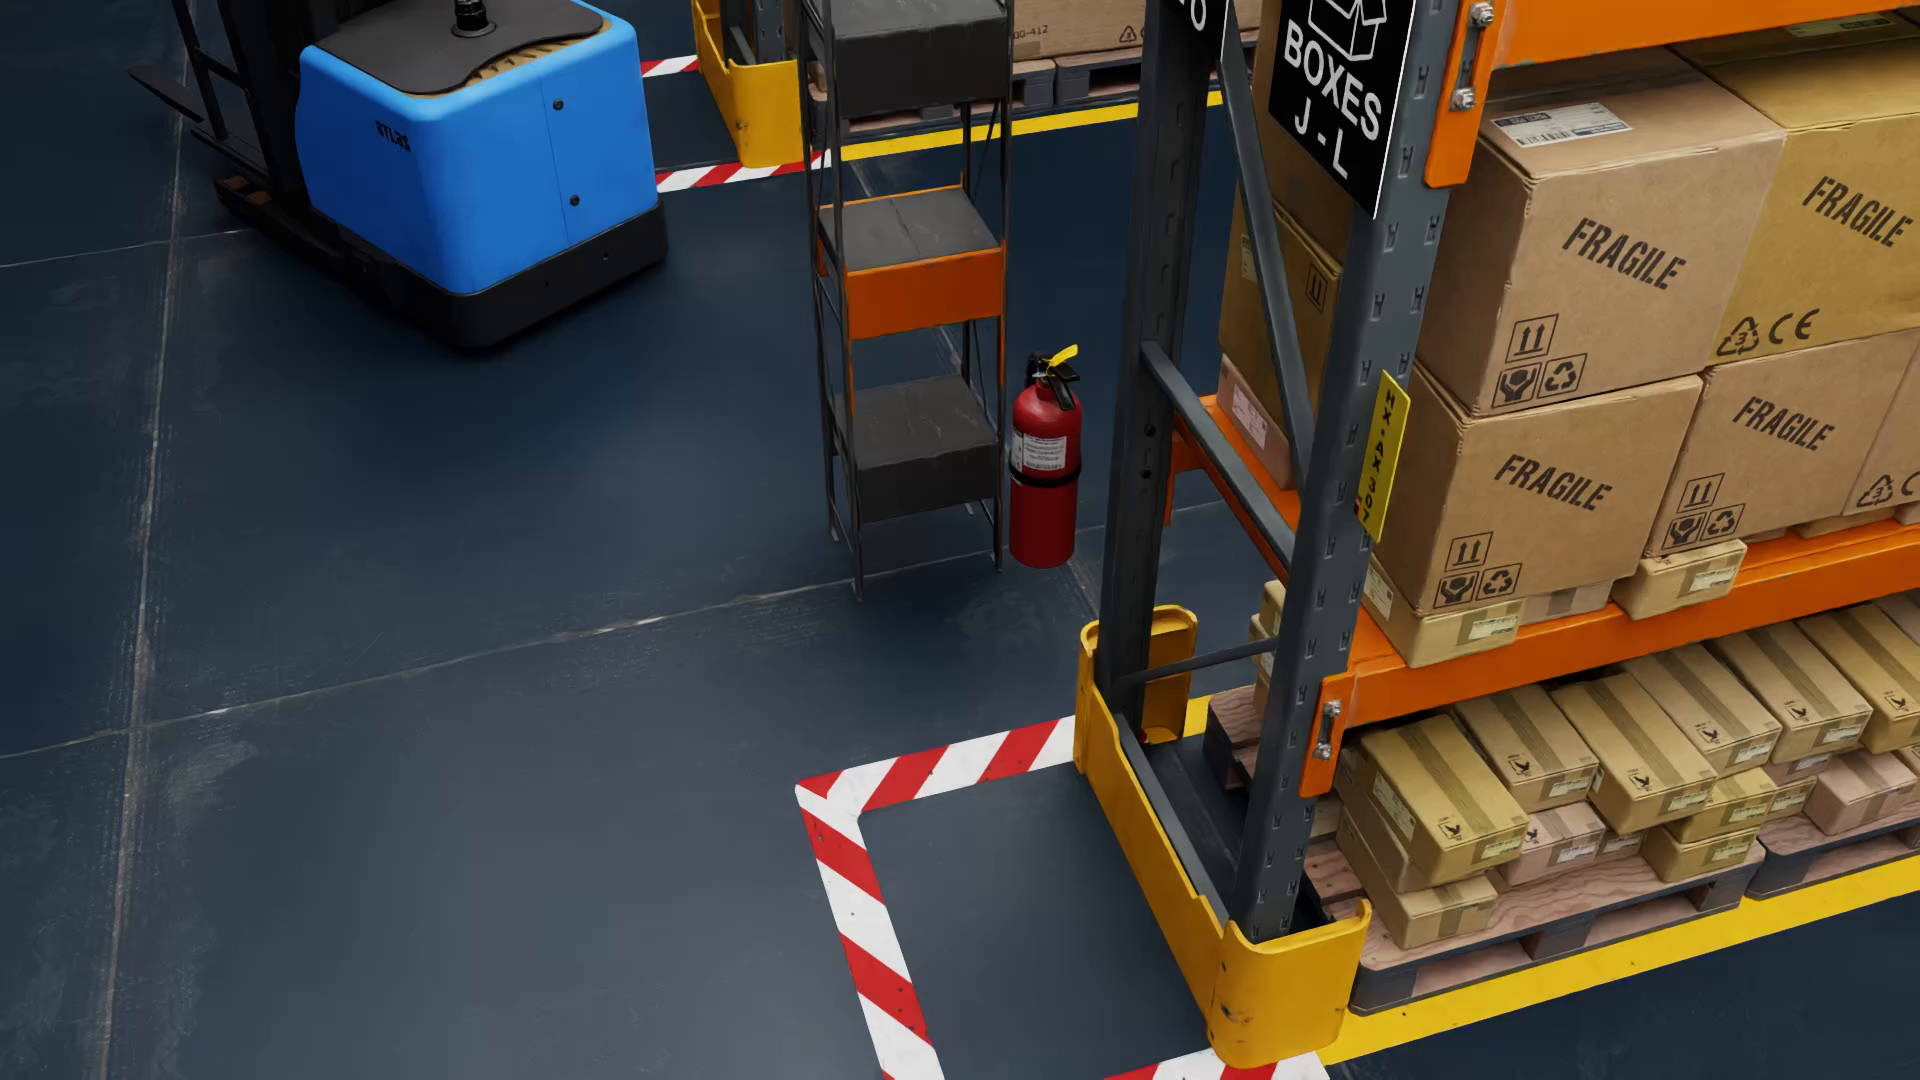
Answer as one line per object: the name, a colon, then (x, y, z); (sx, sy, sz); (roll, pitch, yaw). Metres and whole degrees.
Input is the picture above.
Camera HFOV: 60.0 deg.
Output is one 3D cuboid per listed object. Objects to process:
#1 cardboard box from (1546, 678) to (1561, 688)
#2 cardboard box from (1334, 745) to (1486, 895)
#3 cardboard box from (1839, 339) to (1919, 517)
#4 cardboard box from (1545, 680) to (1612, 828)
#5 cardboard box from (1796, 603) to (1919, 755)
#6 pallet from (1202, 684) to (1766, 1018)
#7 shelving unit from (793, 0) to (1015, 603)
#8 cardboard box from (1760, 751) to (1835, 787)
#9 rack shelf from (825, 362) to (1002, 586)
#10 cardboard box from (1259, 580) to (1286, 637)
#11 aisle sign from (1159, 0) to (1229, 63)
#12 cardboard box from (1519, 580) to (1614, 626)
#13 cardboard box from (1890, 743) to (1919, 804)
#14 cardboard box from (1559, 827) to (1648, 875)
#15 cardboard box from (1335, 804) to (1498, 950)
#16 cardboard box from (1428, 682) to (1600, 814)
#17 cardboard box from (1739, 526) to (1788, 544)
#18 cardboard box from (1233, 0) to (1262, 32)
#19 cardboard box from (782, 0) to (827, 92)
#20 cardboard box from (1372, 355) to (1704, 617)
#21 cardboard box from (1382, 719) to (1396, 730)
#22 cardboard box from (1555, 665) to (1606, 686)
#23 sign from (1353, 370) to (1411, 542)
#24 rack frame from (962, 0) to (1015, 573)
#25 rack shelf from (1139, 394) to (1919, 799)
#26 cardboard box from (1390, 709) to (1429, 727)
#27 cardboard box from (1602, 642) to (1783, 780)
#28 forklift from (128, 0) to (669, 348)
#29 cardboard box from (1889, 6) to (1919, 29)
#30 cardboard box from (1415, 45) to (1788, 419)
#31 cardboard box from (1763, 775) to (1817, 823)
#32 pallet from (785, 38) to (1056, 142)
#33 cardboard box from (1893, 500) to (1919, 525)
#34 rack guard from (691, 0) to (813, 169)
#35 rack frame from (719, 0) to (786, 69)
cardboard box: (1.753, 0.349, 4.918); (0.250, 0.149, 0.380); (-11, 42, -13)
cardboard box: (1.167, 0.699, 4.292); (0.250, 0.149, 0.380); (-10, 42, -11)
cardboard box: (2.075, -0.438, 3.669); (0.500, 0.500, 0.500); (-11, 42, -12)
cardboard box: (1.652, 0.576, 4.432); (0.250, 0.149, 0.380); (-11, 42, -13)
cardboard box: (2.441, 0.366, 4.446); (0.250, 0.149, 0.380); (-11, 42, -12)
pallet: (1.448, 0.735, 4.749); (1.213, 0.211, 1.003); (-12, 42, -13)
shelving unit: (-0.158, -0.758, 5.022); (0.503, 2.100, 0.431); (-12, 42, -13)
cardboard box: (2.153, 0.482, 4.540); (0.250, 0.149, 0.380); (-14, 43, -15)
rack shelf: (-0.158, -0.221, 5.491); (0.480, 0.518, 0.431); (-12, 42, -13)
cardboard box: (1.018, 0.266, 4.562); (0.250, 0.149, 0.380); (-11, 42, -13)
aisle sign: (0.430, -1.315, 2.999); (0.004, 0.787, 0.394); (-12, 42, -13)
cardboard box: (1.227, -0.002, 3.664); (0.250, 0.149, 0.380); (-10, 42, -12)
cardboard box: (2.657, 0.537, 4.704); (0.250, 0.149, 0.380); (-12, 42, -13)
cardboard box: (1.645, 0.694, 4.523); (0.250, 0.149, 0.380); (-11, 42, -13)
cardboard box: (1.186, 0.851, 4.344); (0.250, 0.149, 0.380); (-11, 42, -12)
cardboard box: (1.418, 0.509, 4.283); (0.250, 0.149, 0.380); (-11, 42, -12)
cardboard box: (1.706, -0.159, 3.843); (0.250, 0.149, 0.380); (-10, 42, -11)
cardboard box: (1.337, -2.998, 8.530); (0.875, 0.438, 0.875); (-13, 43, -14)
cardboard box: (-0.394, -2.635, 8.114); (0.875, 0.438, 0.875); (-13, 43, -15)
cardboard box: (1.101, -0.227, 3.428); (0.500, 0.500, 0.500); (-10, 42, -11)
cardboard box: (1.244, 0.404, 4.855); (0.250, 0.149, 0.380); (-10, 42, -12)
cardboard box: (1.790, 0.266, 4.788); (0.250, 0.149, 0.380); (-12, 43, -14)
sign: (0.753, -0.148, 2.981); (0.005, 0.325, 0.100); (-12, 42, -13)
rack frame: (0.075, -0.806, 5.077); (0.015, 2.100, 0.400); (-12, 42, -13)
rack shelf: (2.497, -0.286, 4.345); (4.000, 0.370, 1.077); (-12, 42, -13)
cardboard box: (1.273, 0.340, 4.702); (0.250, 0.149, 0.380); (-13, 43, -14)
cardboard box: (1.909, 0.439, 4.364); (0.250, 0.149, 0.380); (-14, 43, -15)
forklift: (-2.663, -2.696, 6.608); (3.031, 2.935, 1.130); (31, 50, 30)
cardboard box: (2.080, -0.803, 3.327); (0.500, 0.500, 0.500); (-13, 43, -14)
cardboard box: (1.098, -0.610, 3.107); (0.500, 0.500, 0.500); (-12, 43, -13)
cardboard box: (2.137, 0.602, 4.628); (0.250, 0.149, 0.380); (-12, 42, -13)
pallet: (-0.254, -2.406, 8.343); (1.213, 0.211, 1.003); (-12, 42, -13)
cardboard box: (2.216, -0.228, 3.922); (0.250, 0.149, 0.380); (-12, 43, -14)
rack guard: (-1.017, -2.302, 8.005); (0.348, 0.500, 1.175); (-12, 42, -13)
rack frame: (-0.994, -3.249, 7.188); (0.127, 3.000, 1.000); (-12, 42, -13)
